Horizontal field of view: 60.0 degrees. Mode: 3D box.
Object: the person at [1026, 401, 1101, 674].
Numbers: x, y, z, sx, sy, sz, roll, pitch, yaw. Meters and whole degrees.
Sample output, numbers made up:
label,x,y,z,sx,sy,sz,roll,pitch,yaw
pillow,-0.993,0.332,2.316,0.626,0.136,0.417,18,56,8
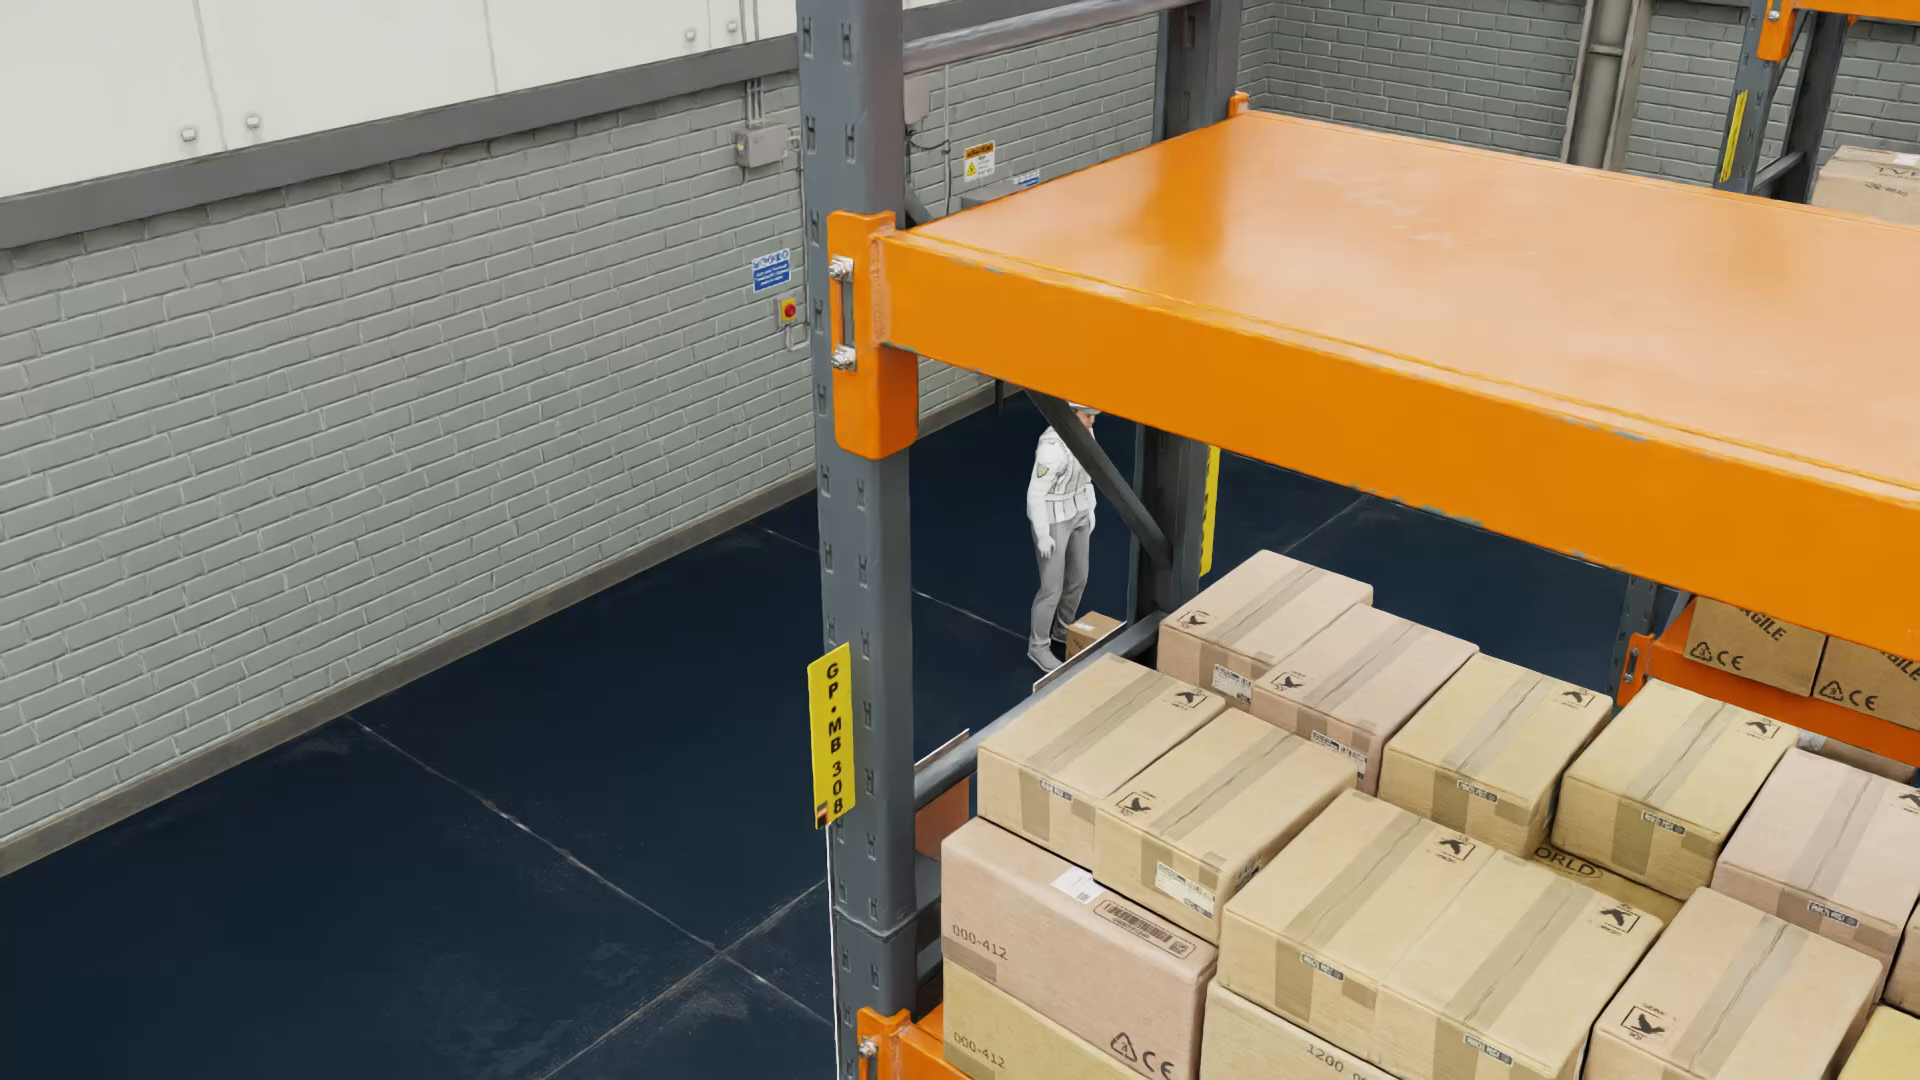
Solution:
label,x,y,z,sx,sy,sz,roll,pitch,yaw
person,0.576,-0.098,9.212,0.372,1.663,0.526,20,34,33
